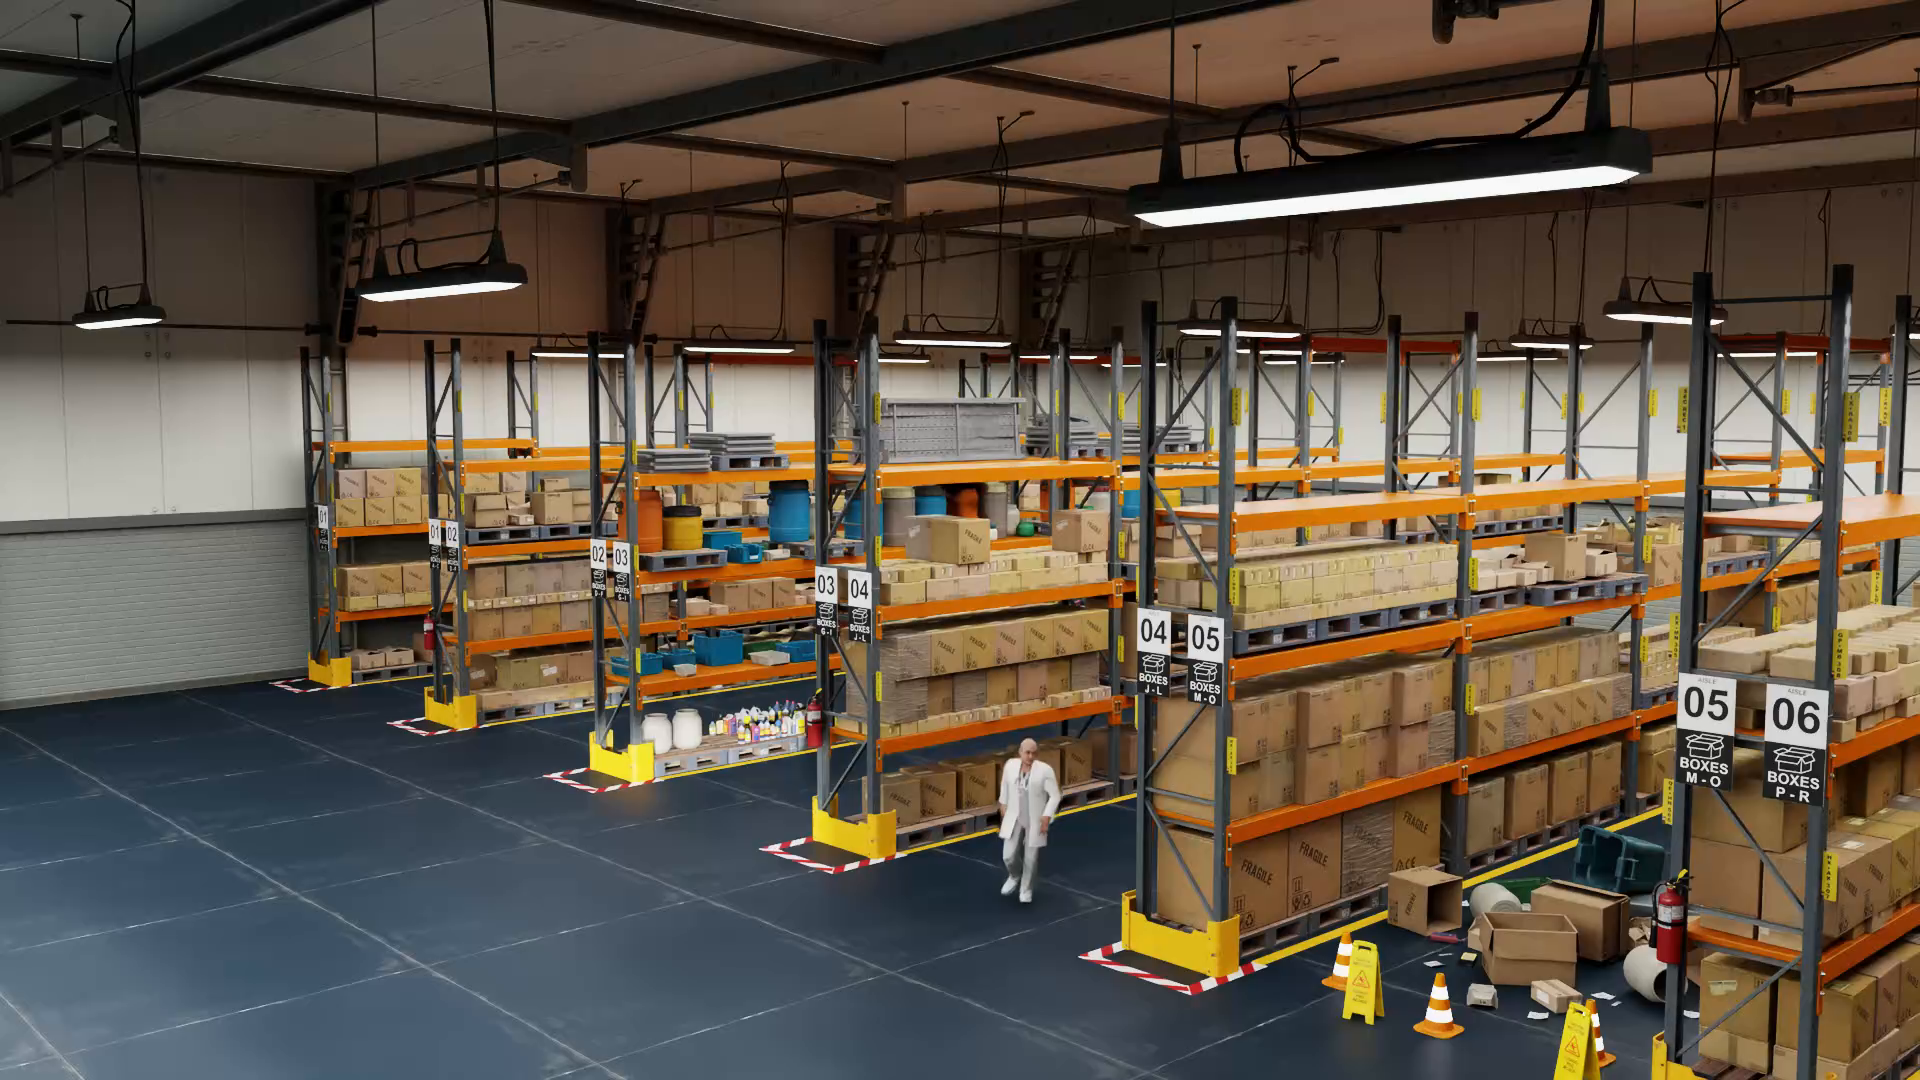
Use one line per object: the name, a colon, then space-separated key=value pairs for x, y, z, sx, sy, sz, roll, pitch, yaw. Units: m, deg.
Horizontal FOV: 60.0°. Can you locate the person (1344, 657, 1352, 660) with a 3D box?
person: x=5.285 y=2.359 z=22.215 sx=0.626 sy=1.709 sz=0.717 roll=3 pitch=6 yaw=32

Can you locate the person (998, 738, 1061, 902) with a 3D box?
person: x=0.666 y=2.825 z=16.678 sx=0.715 sy=1.721 sz=0.816 roll=1 pitch=5 yaw=13
